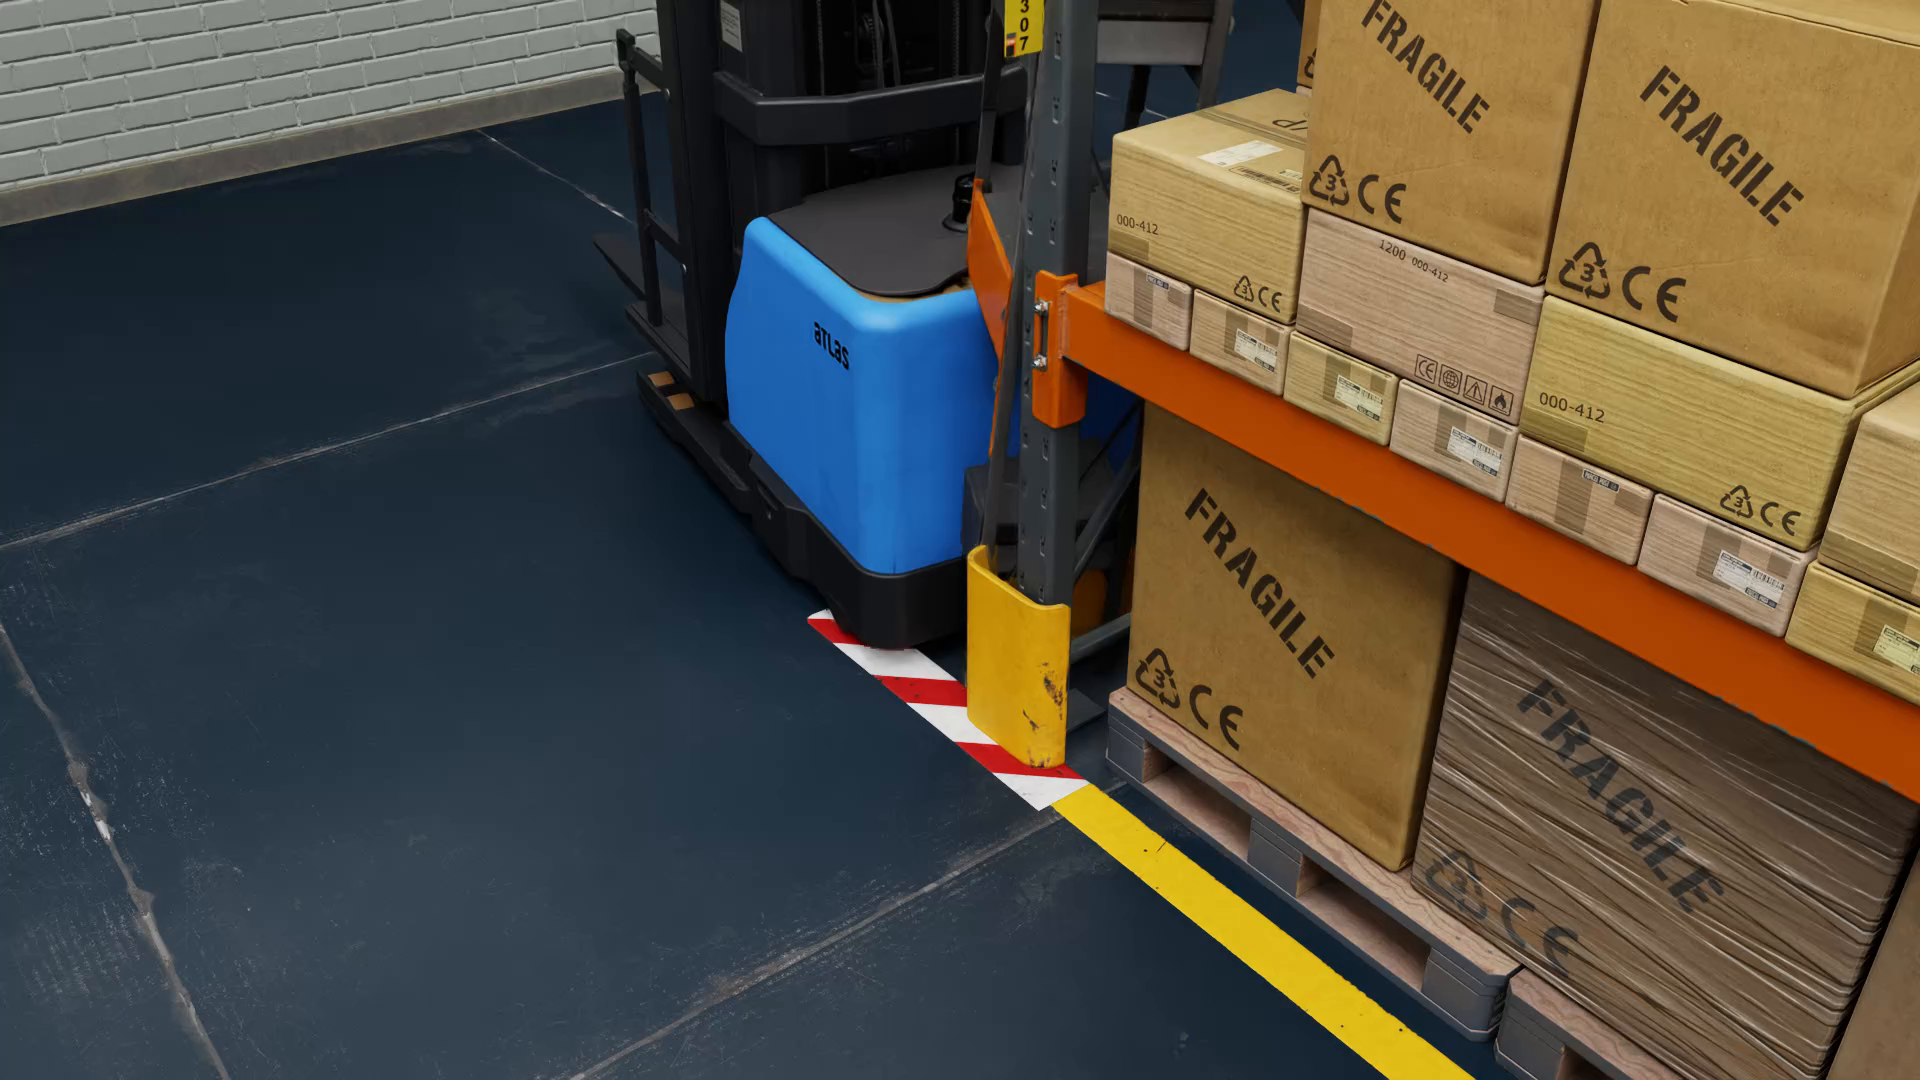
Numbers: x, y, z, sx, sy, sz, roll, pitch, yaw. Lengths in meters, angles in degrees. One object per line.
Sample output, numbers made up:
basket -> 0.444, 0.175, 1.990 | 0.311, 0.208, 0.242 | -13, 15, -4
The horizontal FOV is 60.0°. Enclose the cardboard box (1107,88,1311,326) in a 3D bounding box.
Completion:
cardboard box -> 0.655, -0.694, 3.384 | 0.500, 0.250, 0.500 | -23, 39, -33

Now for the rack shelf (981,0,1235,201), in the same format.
rack shelf -> 0.315, -1.112, 3.748 | 0.431, 0.518, 0.480 | -2, 39, -11

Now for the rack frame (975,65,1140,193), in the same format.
rack frame -> 0.215, -0.726, 4.358 | 0.400, 2.100, 0.015 | -2, 39, -11

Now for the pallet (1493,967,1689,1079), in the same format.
pallet -> 1.870, 1.082, 3.308 | 1.003, 0.211, 1.213 | -22, 38, -31

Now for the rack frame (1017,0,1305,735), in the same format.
rack frame -> 0.574, -0.918, 3.886 | 1.000, 3.000, 0.127 | -22, 38, -31

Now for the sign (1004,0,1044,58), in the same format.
sign -> 0.132, -1.143, 3.351 | 0.100, 0.325, 0.005 | -22, 38, -31

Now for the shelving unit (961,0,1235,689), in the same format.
shelving unit -> 0.256, -0.574, 4.171 | 0.431, 2.100, 0.503 | -2, 39, -11

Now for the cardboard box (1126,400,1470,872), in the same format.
cardboard box -> 1.030, 0.047, 3.948 | 0.875, 0.875, 0.875 | -22, 38, -31

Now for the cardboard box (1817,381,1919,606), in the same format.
cardboard box -> 1.608, -0.053, 2.352 | 0.500, 0.250, 0.500 | -23, 39, -32

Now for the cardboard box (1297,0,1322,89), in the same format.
cardboard box -> 1.080, -1.182, 3.459 | 0.500, 0.500, 0.500 | -22, 38, -31

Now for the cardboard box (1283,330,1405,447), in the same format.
cardboard box -> 0.847, -0.344, 3.199 | 0.380, 0.149, 0.250 | -23, 39, -32

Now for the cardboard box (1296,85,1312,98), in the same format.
cardboard box -> 1.081, -0.865, 3.660 | 0.500, 0.250, 0.500 | -23, 39, -32

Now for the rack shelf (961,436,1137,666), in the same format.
rack shelf -> 0.195, -0.016, 4.611 | 0.431, 0.518, 0.480 | -2, 39, -11

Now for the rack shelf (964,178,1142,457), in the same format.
rack shelf -> 0.255, -0.564, 4.180 | 0.431, 0.518, 0.480 | -2, 39, -11

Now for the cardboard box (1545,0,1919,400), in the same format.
cardboard box -> 1.284, -0.590, 2.506 | 0.500, 0.500, 0.500 | -23, 39, -33

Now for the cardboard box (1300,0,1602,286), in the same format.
cardboard box -> 0.962, -0.804, 2.851 | 0.500, 0.500, 0.500 | -23, 39, -32

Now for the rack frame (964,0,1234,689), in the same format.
rack frame -> 0.298, -0.423, 3.984 | 0.400, 2.100, 0.015 | -2, 39, -11

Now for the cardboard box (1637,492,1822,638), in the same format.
cardboard box -> 1.321, -0.022, 2.680 | 0.380, 0.149, 0.250 | -23, 38, -32

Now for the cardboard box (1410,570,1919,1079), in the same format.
cardboard box -> 1.588, 0.426, 3.337 | 0.875, 0.875, 0.875 | -22, 38, -31

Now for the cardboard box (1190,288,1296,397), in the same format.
cardboard box -> 0.689, -0.451, 3.371 | 0.380, 0.149, 0.250 | -23, 38, -32

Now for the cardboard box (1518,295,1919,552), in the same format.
cardboard box -> 1.284, -0.269, 2.700 | 0.500, 0.250, 0.500 | -24, 39, -33

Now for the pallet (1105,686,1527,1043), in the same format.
pallet -> 1.126, 0.574, 4.126 | 1.003, 0.211, 1.213 | -22, 38, -31

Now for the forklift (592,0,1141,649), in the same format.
forklift -> -0.496, -1.693, 5.198 | 1.130, 2.935, 3.031 | -16, 35, -24

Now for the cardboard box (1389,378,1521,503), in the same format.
cardboard box -> 1.008, -0.236, 3.025 | 0.380, 0.149, 0.250 | -23, 39, -32

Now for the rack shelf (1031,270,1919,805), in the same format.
rack shelf -> 1.800, 0.221, 2.734 | 1.077, 0.370, 4.000 | -22, 38, -31

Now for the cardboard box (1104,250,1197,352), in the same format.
cardboard box -> 0.531, -0.557, 3.542 | 0.380, 0.149, 0.250 | -22, 38, -31

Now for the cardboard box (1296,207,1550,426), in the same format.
cardboard box -> 0.979, -0.479, 3.039 | 0.500, 0.250, 0.500 | -23, 38, -32

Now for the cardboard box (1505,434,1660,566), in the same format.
cardboard box -> 1.163, -0.129, 2.853 | 0.380, 0.149, 0.250 | -23, 39, -32

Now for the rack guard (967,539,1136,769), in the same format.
rack guard -> 0.559, 0.133, 4.561 | 1.175, 0.500, 0.348 | -22, 38, -31

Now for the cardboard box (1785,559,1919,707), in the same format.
cardboard box -> 1.475, 0.084, 2.511 | 0.380, 0.149, 0.250 | -23, 39, -33
